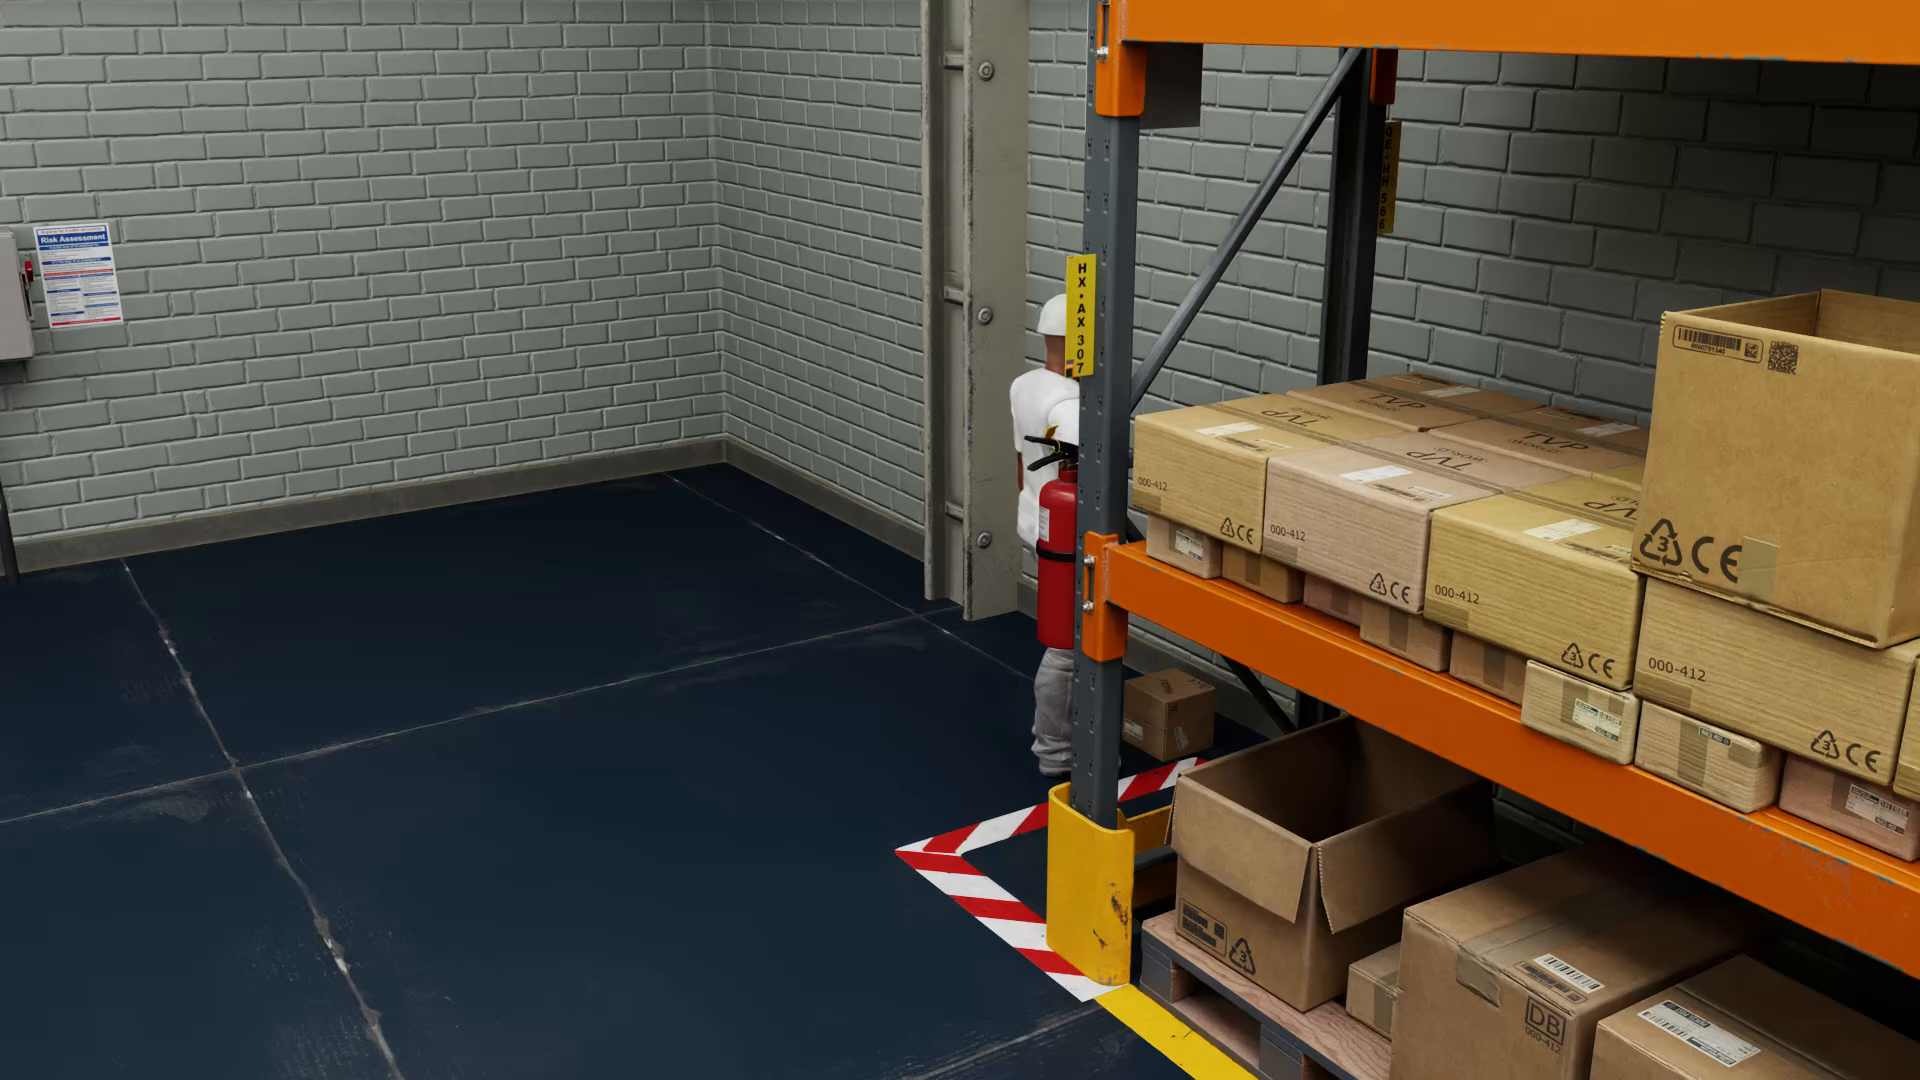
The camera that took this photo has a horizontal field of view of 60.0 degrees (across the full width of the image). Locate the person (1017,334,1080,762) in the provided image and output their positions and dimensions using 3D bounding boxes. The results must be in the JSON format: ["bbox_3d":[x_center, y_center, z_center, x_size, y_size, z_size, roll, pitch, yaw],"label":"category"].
[{"bbox_3d":[0.423,-0.012,5.976,0.346,1.668,0.618,-4,18,-13],"label":"person"}]
